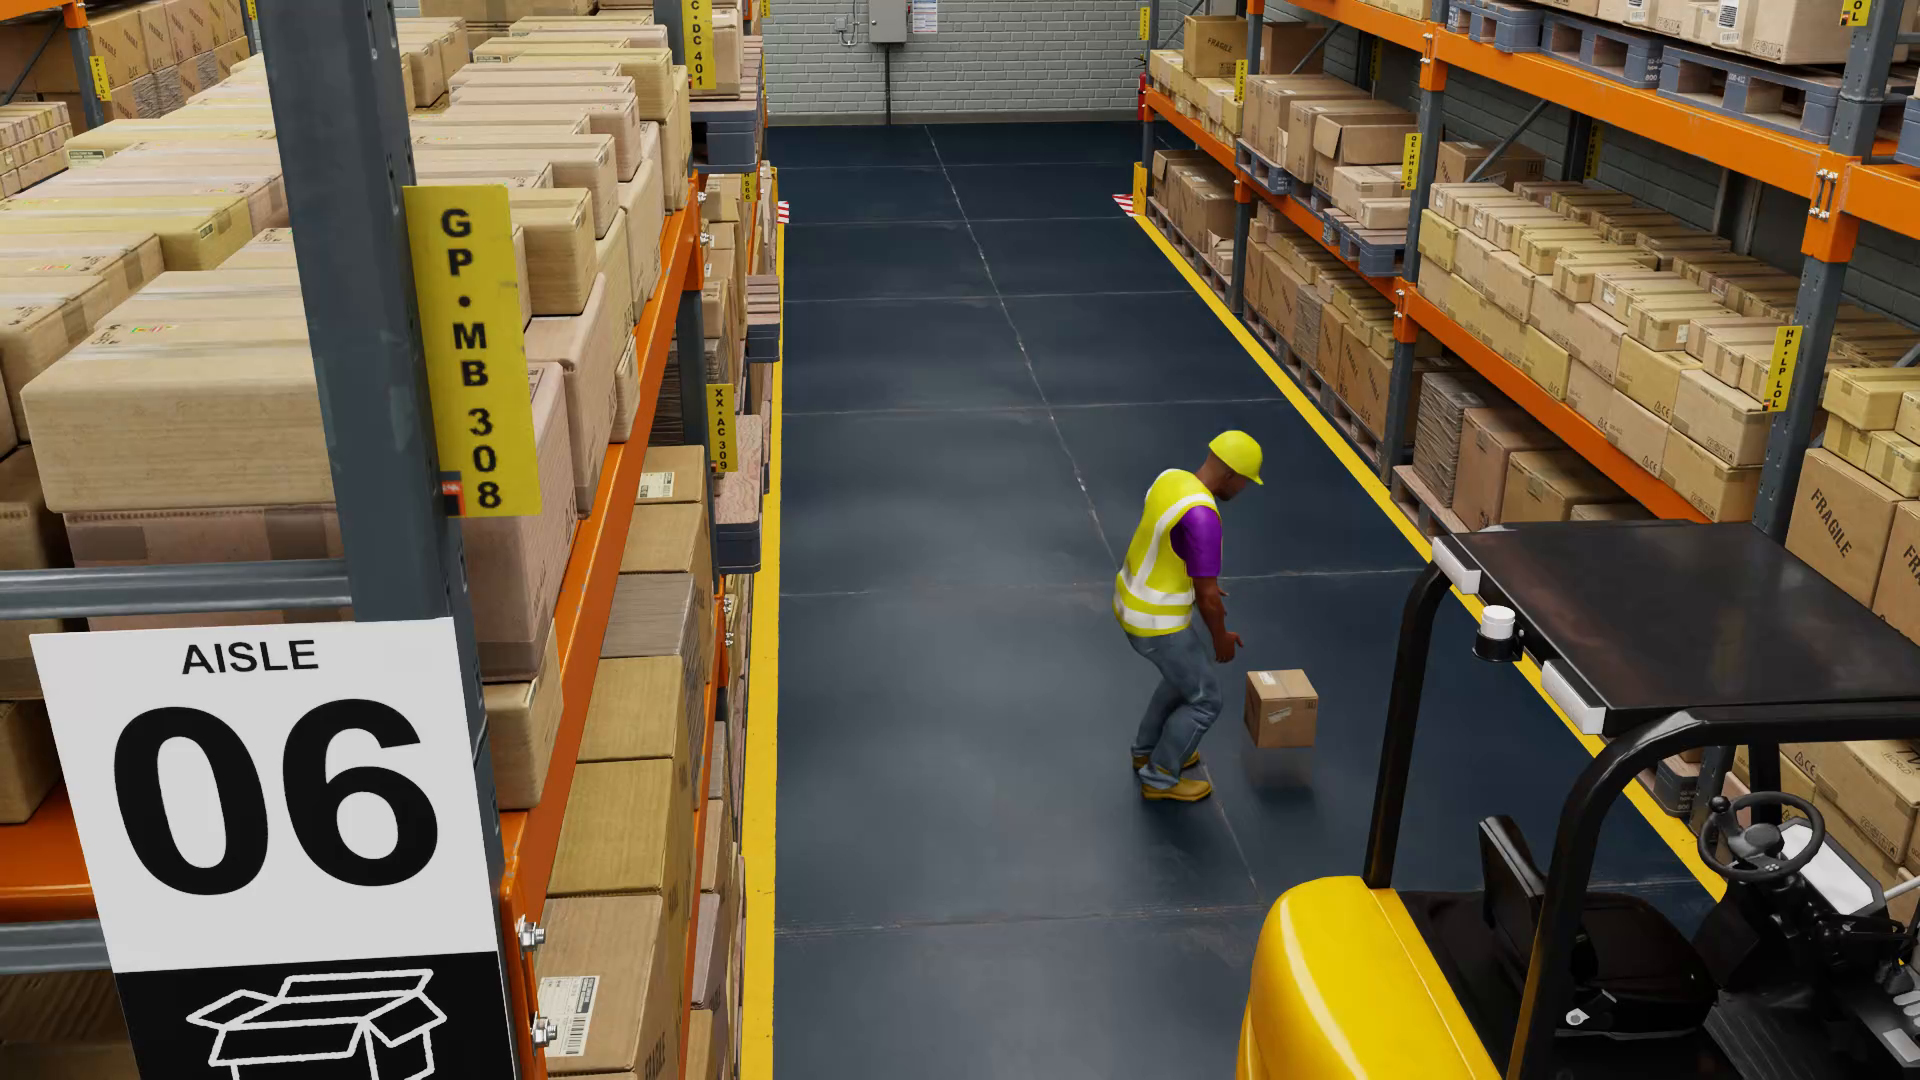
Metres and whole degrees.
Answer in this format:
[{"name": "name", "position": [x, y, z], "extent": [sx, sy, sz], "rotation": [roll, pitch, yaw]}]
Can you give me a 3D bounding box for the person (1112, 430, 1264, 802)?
[{"name": "person", "position": [0.953, 0.303, 7.070], "extent": [0.598, 1.613, 0.616], "rotation": [-2, 24, -4]}]
